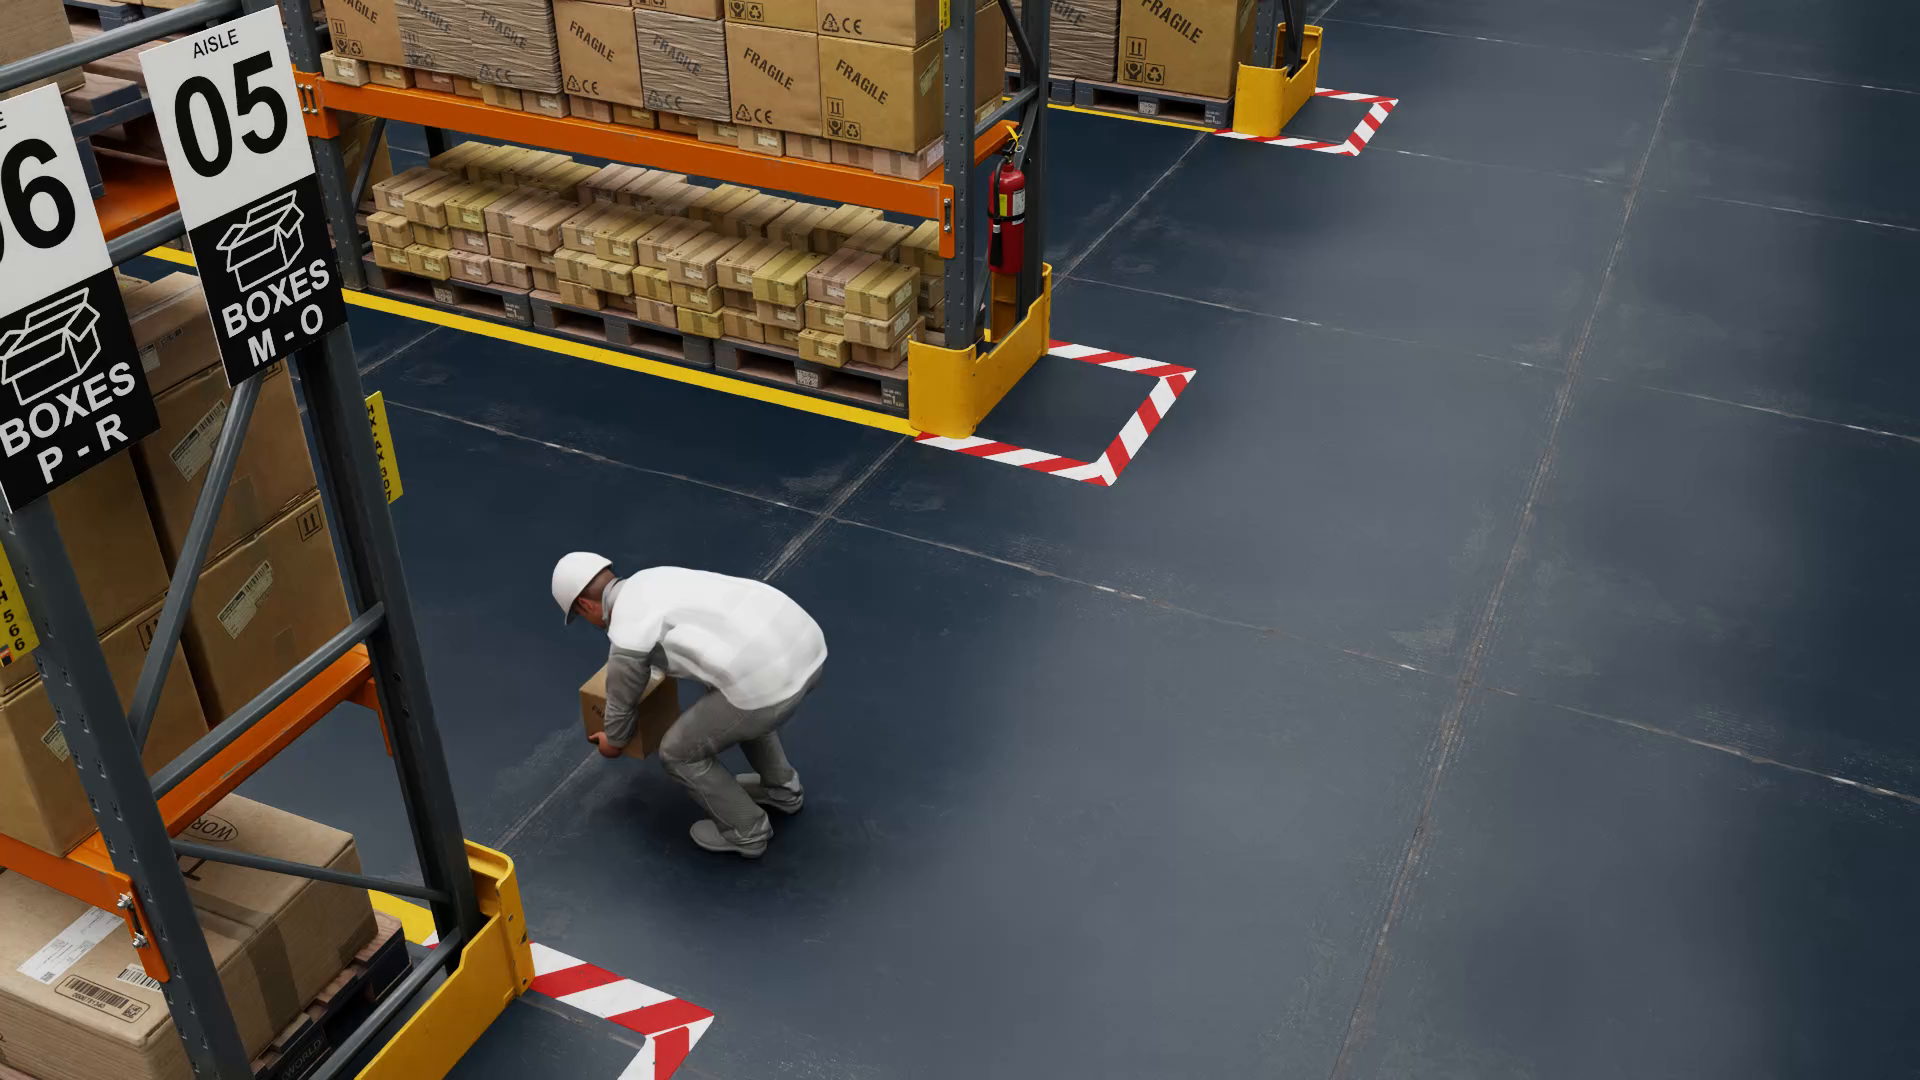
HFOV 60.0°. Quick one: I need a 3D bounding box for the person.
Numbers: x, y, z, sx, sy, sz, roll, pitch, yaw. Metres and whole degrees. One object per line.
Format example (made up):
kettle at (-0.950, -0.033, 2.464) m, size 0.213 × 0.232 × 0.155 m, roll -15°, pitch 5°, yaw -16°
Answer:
person at (-0.961, 0.567, 5.929) m, size 0.999 × 1.036 × 0.512 m, roll 13°, pitch 35°, yaw 18°
